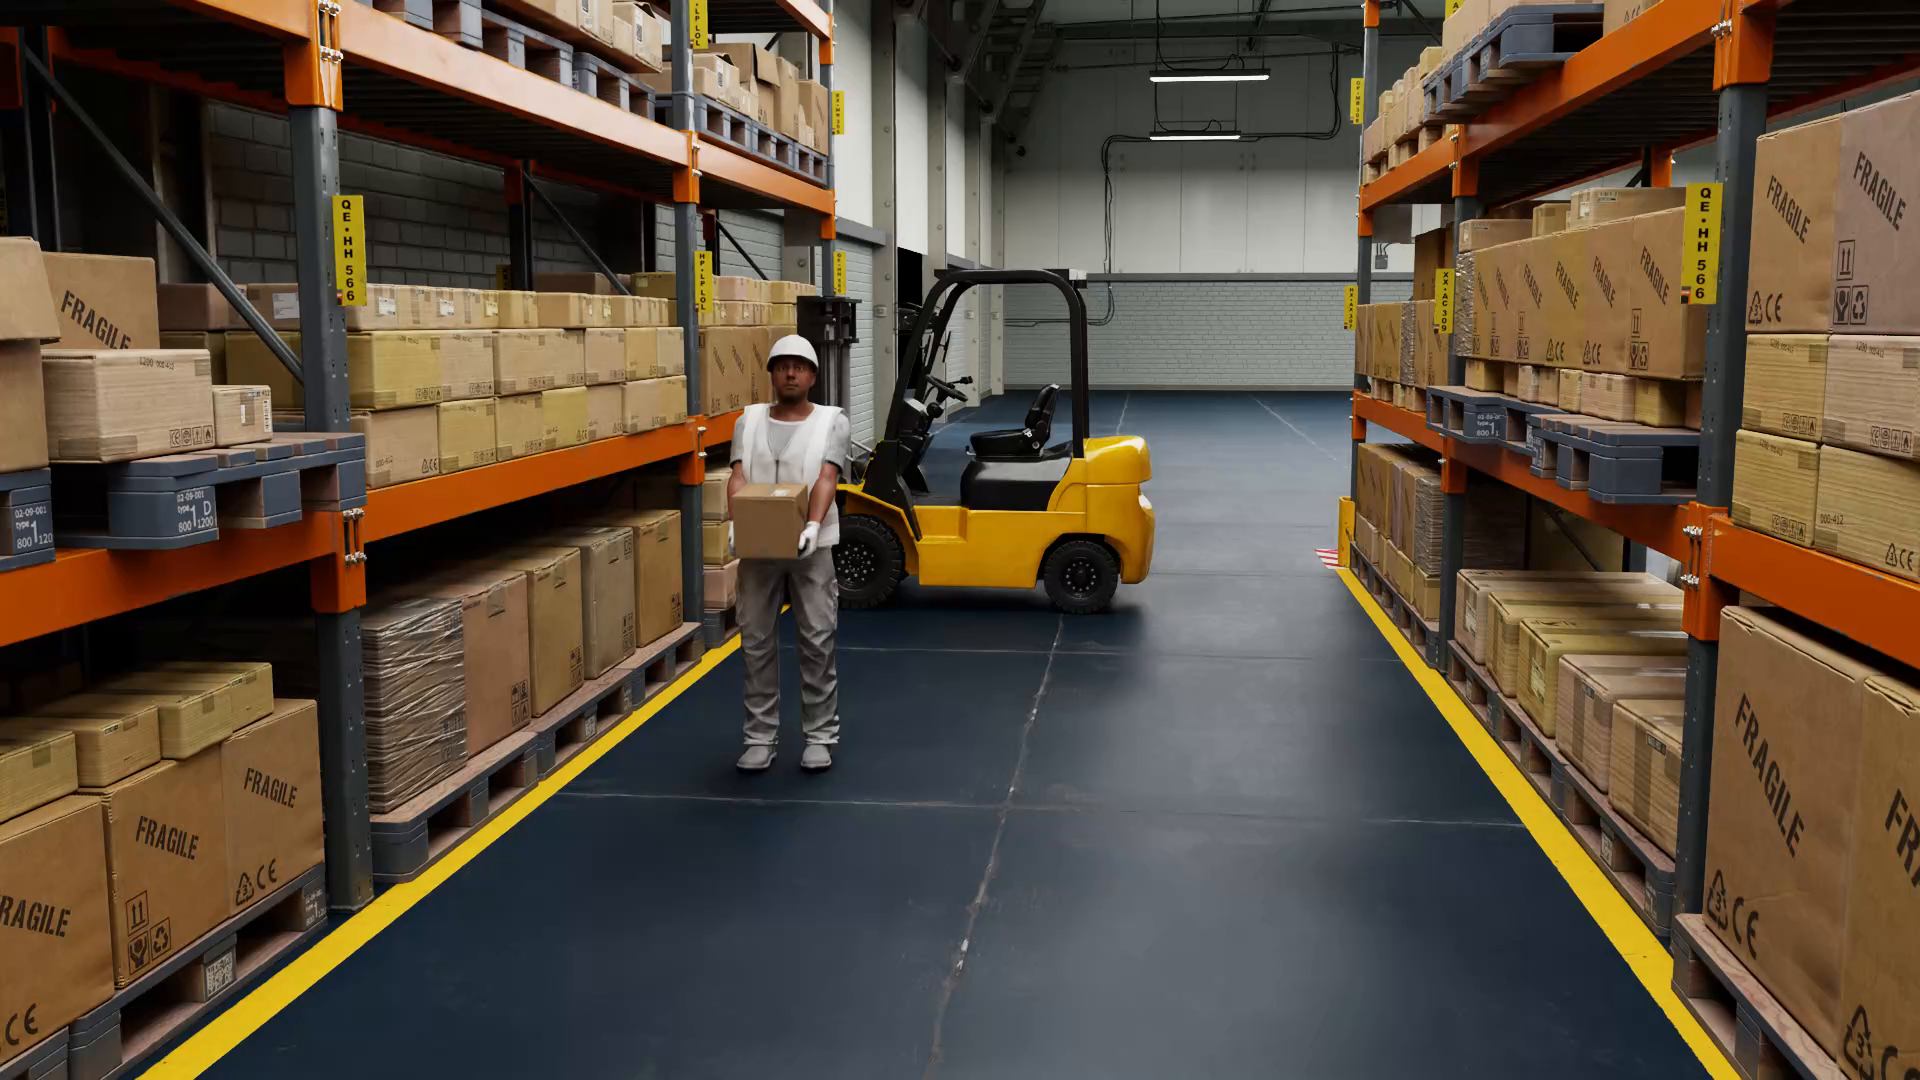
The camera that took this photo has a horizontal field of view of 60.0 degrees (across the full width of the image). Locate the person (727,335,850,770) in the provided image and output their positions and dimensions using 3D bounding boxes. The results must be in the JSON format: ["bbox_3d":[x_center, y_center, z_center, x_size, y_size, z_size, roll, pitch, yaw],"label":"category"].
[{"bbox_3d":[-0.712,0.060,6.780,0.487,1.778,0.575,1,8,6],"label":"person"}]
